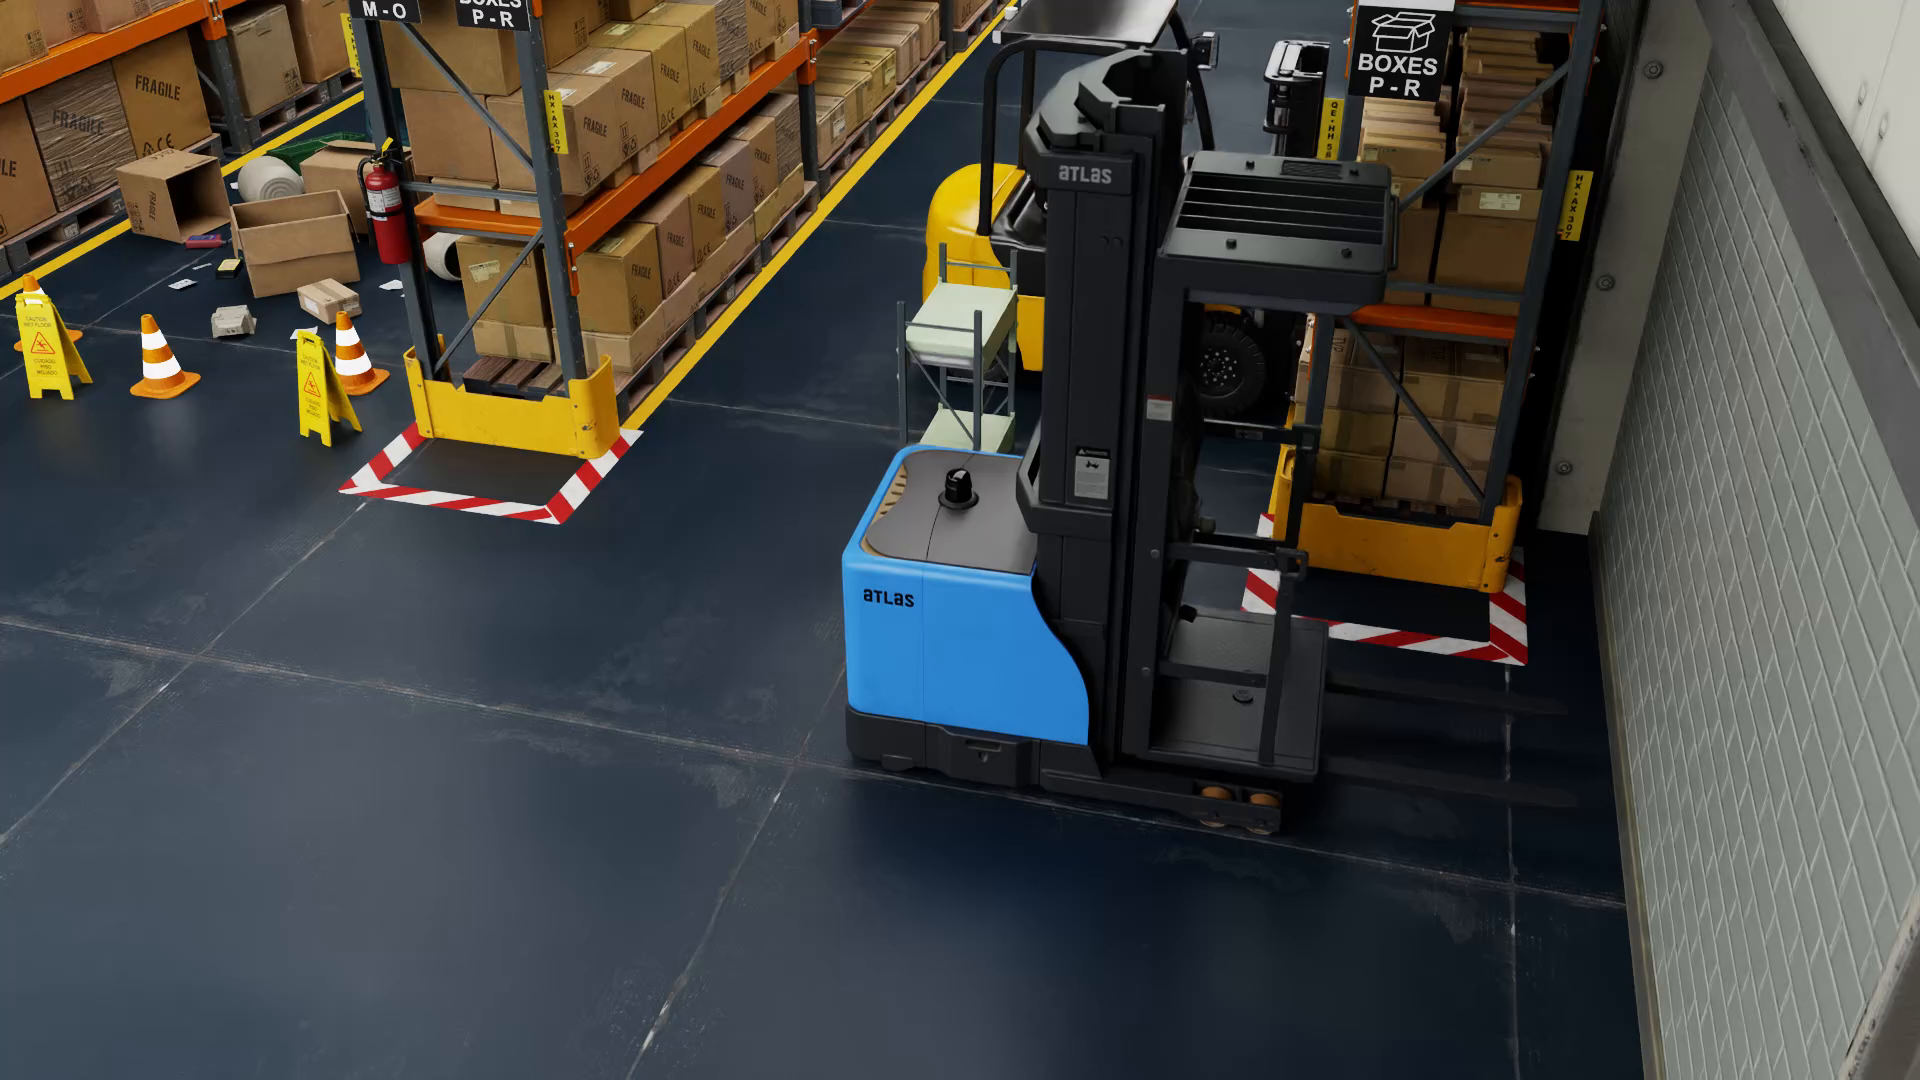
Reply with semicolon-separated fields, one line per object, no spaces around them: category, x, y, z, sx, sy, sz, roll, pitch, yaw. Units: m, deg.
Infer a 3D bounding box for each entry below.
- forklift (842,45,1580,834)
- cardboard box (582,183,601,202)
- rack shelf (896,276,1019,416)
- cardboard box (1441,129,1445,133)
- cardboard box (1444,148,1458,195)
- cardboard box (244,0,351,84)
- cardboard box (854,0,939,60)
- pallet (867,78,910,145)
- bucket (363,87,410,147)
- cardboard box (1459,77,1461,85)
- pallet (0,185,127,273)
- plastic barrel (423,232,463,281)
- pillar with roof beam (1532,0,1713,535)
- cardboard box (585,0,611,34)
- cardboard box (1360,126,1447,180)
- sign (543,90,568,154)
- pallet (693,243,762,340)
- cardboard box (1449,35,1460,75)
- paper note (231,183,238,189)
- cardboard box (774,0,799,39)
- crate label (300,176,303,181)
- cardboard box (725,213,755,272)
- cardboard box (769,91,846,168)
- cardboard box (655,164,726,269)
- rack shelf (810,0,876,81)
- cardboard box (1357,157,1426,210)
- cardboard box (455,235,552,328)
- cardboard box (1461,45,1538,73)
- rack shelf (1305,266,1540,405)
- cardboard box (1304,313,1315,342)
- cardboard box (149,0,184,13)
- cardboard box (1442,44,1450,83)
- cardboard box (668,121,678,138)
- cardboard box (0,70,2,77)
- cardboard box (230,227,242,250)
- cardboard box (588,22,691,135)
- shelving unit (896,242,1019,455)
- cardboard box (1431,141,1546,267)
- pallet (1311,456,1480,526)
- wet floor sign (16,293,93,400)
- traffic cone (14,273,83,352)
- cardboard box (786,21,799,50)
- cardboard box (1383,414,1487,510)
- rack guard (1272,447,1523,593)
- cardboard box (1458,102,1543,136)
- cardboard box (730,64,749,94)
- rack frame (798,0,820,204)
forklift;1.081;-0.341;6.554;3.031;2.935;1.130;7;33;11
cardboard box;-2.259;-2.021;9.368;0.380;0.149;0.250;9;33;13
rack shelf;-0.002;-0.959;8.133;0.431;0.370;0.720;8;33;12
cardboard box;2.348;-2.040;9.069;0.500;0.500;0.500;7;33;11
cardboard box;2.545;-1.766;8.034;0.380;0.149;0.250;8;33;12
cardboard box;-6.075;-4.606;14.905;1.050;0.750;0.750;8;33;12
cardboard box;-0.718;-4.774;15.522;0.950;0.372;0.625;6;33;9
pallet;-1.077;-3.785;14.506;1.003;0.211;1.213;8;33;12
bucket;-4.198;-3.419;12.967;0.726;0.611;0.620;20;28;29
cardboard box;2.998;-2.563;9.287;0.380;0.149;0.250;7;33;11
pallet;-6.970;-2.348;12.246;1.003;0.211;1.213;8;33;12
plastic barrel;-3.536;-2.037;11.560;0.421;0.421;0.512;-21;38;-29
pillar with roof beam;-0.909;-4.529;7.486;9.100;9.000;0.400;8;33;12
cardboard box;-2.511;-3.271;9.797;0.700;0.500;0.500;8;33;12
cardboard box;2.094;-1.829;7.855;0.380;0.149;0.250;8;33;12
sign;-2.071;-2.138;8.510;0.100;0.325;0.005;8;33;12
pallet;-2.024;-1.757;11.317;1.003;0.211;1.213;8;33;12
cardboard box;3.239;-2.762;10.206;0.500;0.500;0.500;8;33;13
paper note;-5.689;-2.819;13.155;0.147;0.020;0.142;-14;35;-21
cardboard box;-1.453;-3.825;11.601;0.500;0.500;0.500;7;33;11
crate label;-5.014;-2.770;12.980;0.298;0.136;0.250;-14;35;-21
cardboard box;-1.729;-2.055;11.358;0.500;0.250;0.500;9;33;13
cardboard box;-1.450;-3.263;13.145;0.950;0.372;0.625;8;33;13
cardboard box;-1.854;-2.104;10.736;0.500;0.500;0.500;9;33;13
rack shelf;-1.073;-4.656;13.949;1.077;0.370;4.000;8;33;12
cardboard box;2.024;-1.707;7.941;0.380;0.149;0.250;8;33;13
cardboard box;-2.644;-1.631;9.992;0.500;0.500;0.500;8;33;13
cardboard box;2.919;-2.558;9.003;0.380;0.149;0.250;8;33;13
rack shelf;2.714;-1.907;9.624;1.077;0.370;4.000;8;33;12
cardboard box;2.146;-1.159;9.016;0.500;0.250;0.500;9;33;13
cardboard box;-6.476;-4.414;12.757;0.875;0.550;0.550;8;33;12
cardboard box;2.477;-2.625;9.109;0.380;0.149;0.250;8;33;13
cardboard box;-1.962;-2.558;10.211;0.380;0.149;0.250;9;34;14
cardboard box;-6.977;-3.292;10.992;0.875;0.550;0.550;8;33;12
cardboard box;-5.049;-2.247;12.037;0.396;0.266;0.258;14;35;21
cardboard box;-1.951;-2.756;9.919;0.500;0.500;0.500;7;33;11
shelving unit;-0.002;-0.629;8.342;0.431;1.500;0.755;8;33;12
cardboard box;2.712;-1.707;8.547;0.500;0.500;0.500;9;34;14
pallet;2.360;-0.398;9.180;1.003;0.211;1.213;8;33;12
wet floor sign;-5.501;-1.190;10.020;0.267;0.644;0.232;3;33;4
traffic cone;-5.901;-1.480;10.646;0.336;0.463;0.334;8;33;12
cardboard box;-1.367;-3.608;11.863;0.380;0.149;0.250;8;33;12
cardboard box;2.520;-0.418;8.782;0.500;0.250;0.500;8;33;13
rack guard;2.201;-0.105;8.449;1.175;0.500;0.348;8;33;12
cardboard box;2.651;-2.029;8.171;0.380;0.149;0.250;9;33;13
cardboard box;-1.622;-3.080;11.033;0.380;0.149;0.250;8;33;12
rack frame;-1.580;-3.922;12.124;1.000;3.000;0.127;8;33;12
